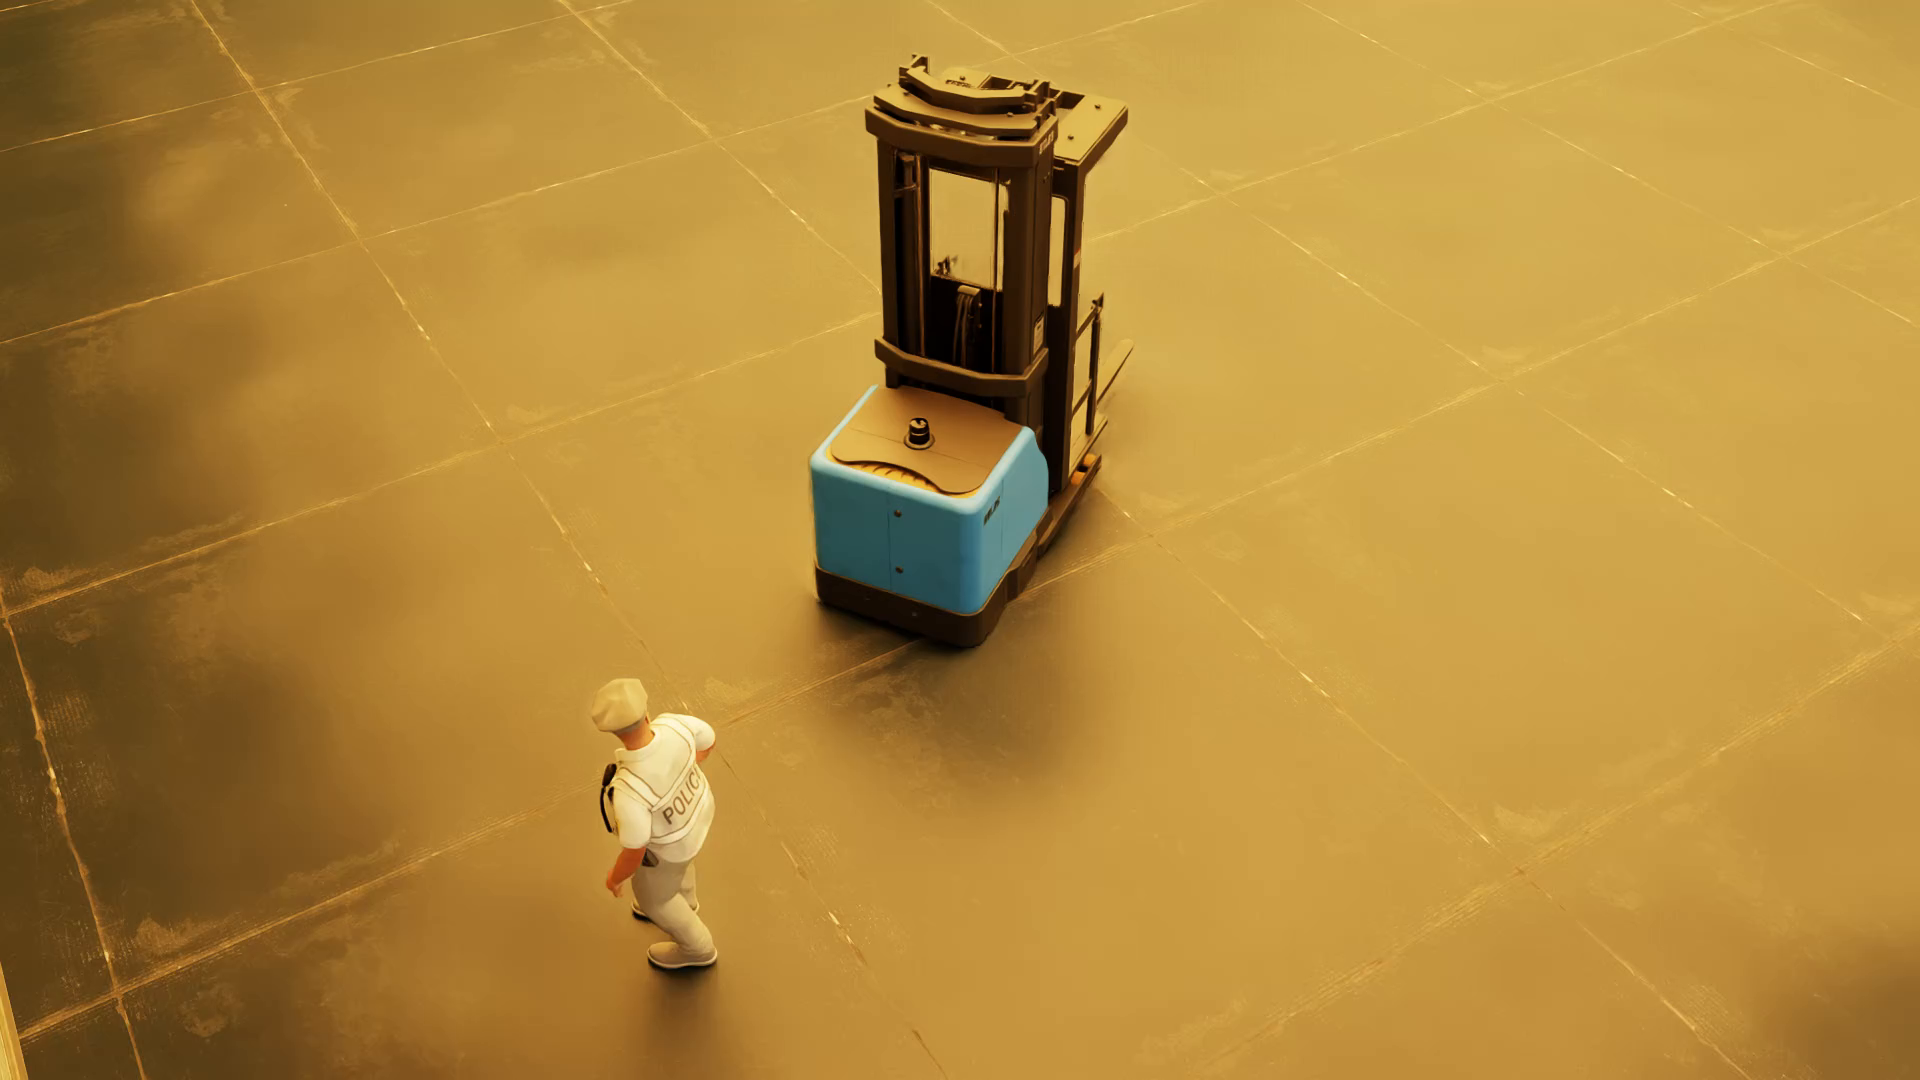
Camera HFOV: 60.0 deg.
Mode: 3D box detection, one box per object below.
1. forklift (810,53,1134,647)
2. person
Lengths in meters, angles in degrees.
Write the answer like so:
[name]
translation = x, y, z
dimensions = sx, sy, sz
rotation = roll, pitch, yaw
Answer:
[forklift]
translation = 0.244, -1.478, 9.562
dimensions = 1.130, 2.935, 3.031
rotation = 17, 44, 18
[person]
translation = -1.370, 1.261, 7.335
dimensions = 0.528, 1.738, 0.750
rotation = 10, 42, 11
